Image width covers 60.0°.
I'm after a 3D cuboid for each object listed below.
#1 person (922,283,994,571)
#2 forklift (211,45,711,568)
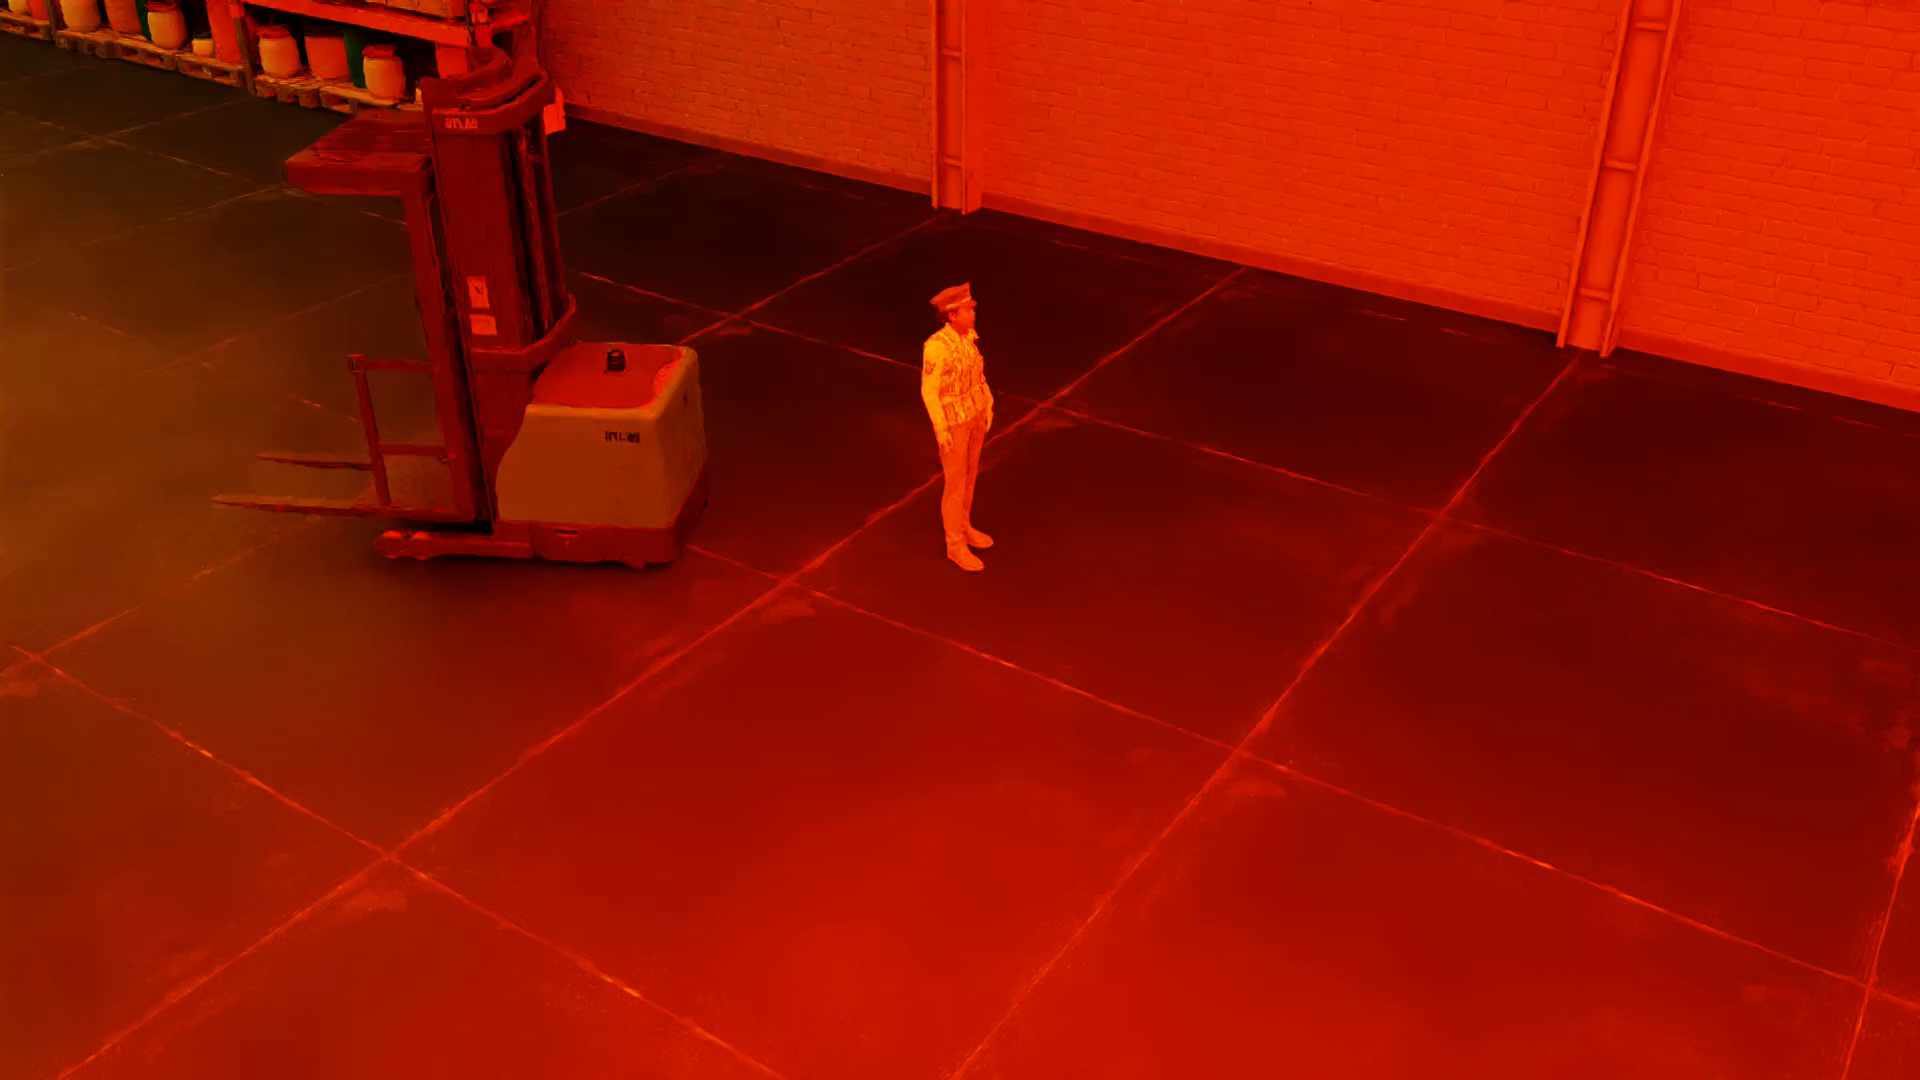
[{"bbox_3d":[0.052,-0.718,10.033,0.532,1.695,0.586,19,35,29],"label":"person"},{"bbox_3d":[-3.187,-1.405,10.001,3.031,2.935,1.130,3,30,6],"label":"forklift"}]
